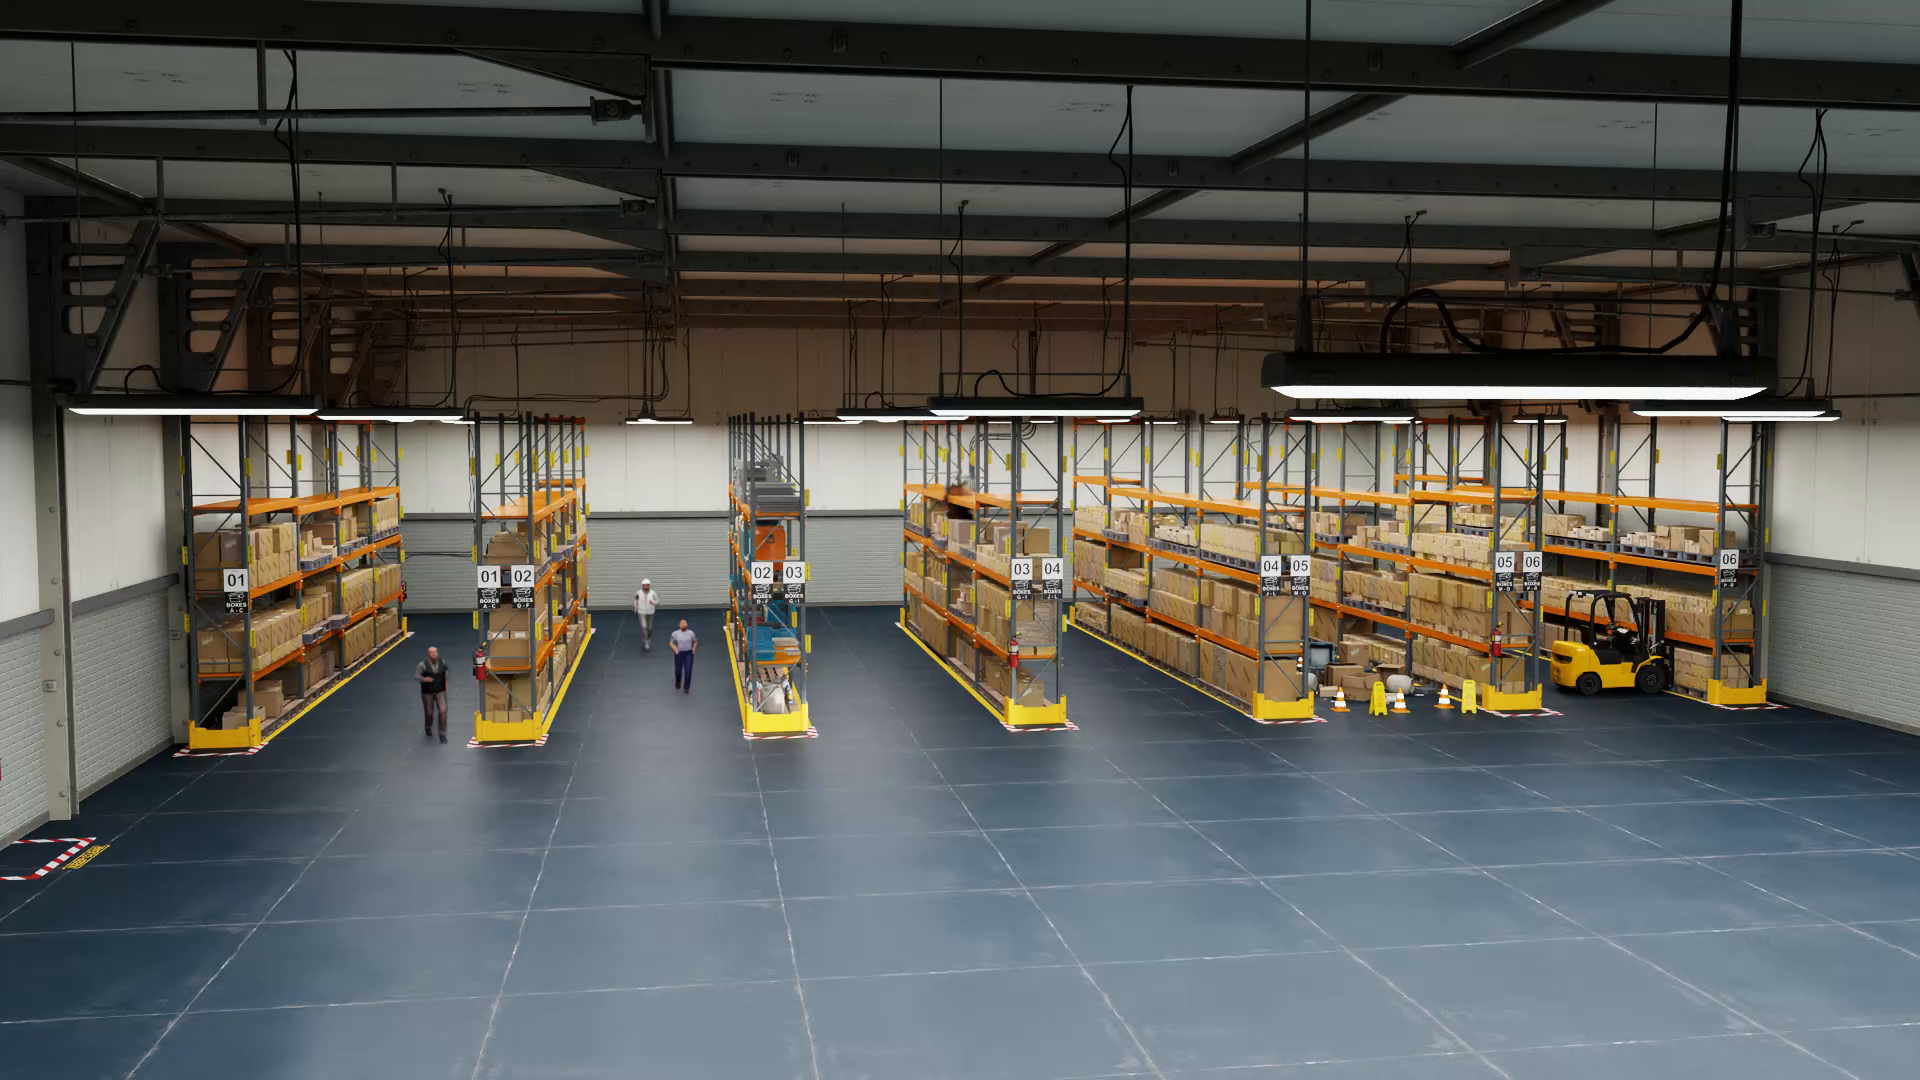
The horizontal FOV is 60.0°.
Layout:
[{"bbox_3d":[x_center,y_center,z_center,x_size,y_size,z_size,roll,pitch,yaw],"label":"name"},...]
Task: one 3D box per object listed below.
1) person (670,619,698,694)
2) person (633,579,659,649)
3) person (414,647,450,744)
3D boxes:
[{"bbox_3d":[-5.937,2.496,35.788,0.605,1.586,0.578,-1,4,-14],"label":"person"},{"bbox_3d":[-8.099,1.887,42.960,0.654,1.764,0.971,-1,4,-16],"label":"person"},{"bbox_3d":[-9.611,2.814,30.331,0.678,1.761,0.886,-2,4,-27],"label":"person"}]
